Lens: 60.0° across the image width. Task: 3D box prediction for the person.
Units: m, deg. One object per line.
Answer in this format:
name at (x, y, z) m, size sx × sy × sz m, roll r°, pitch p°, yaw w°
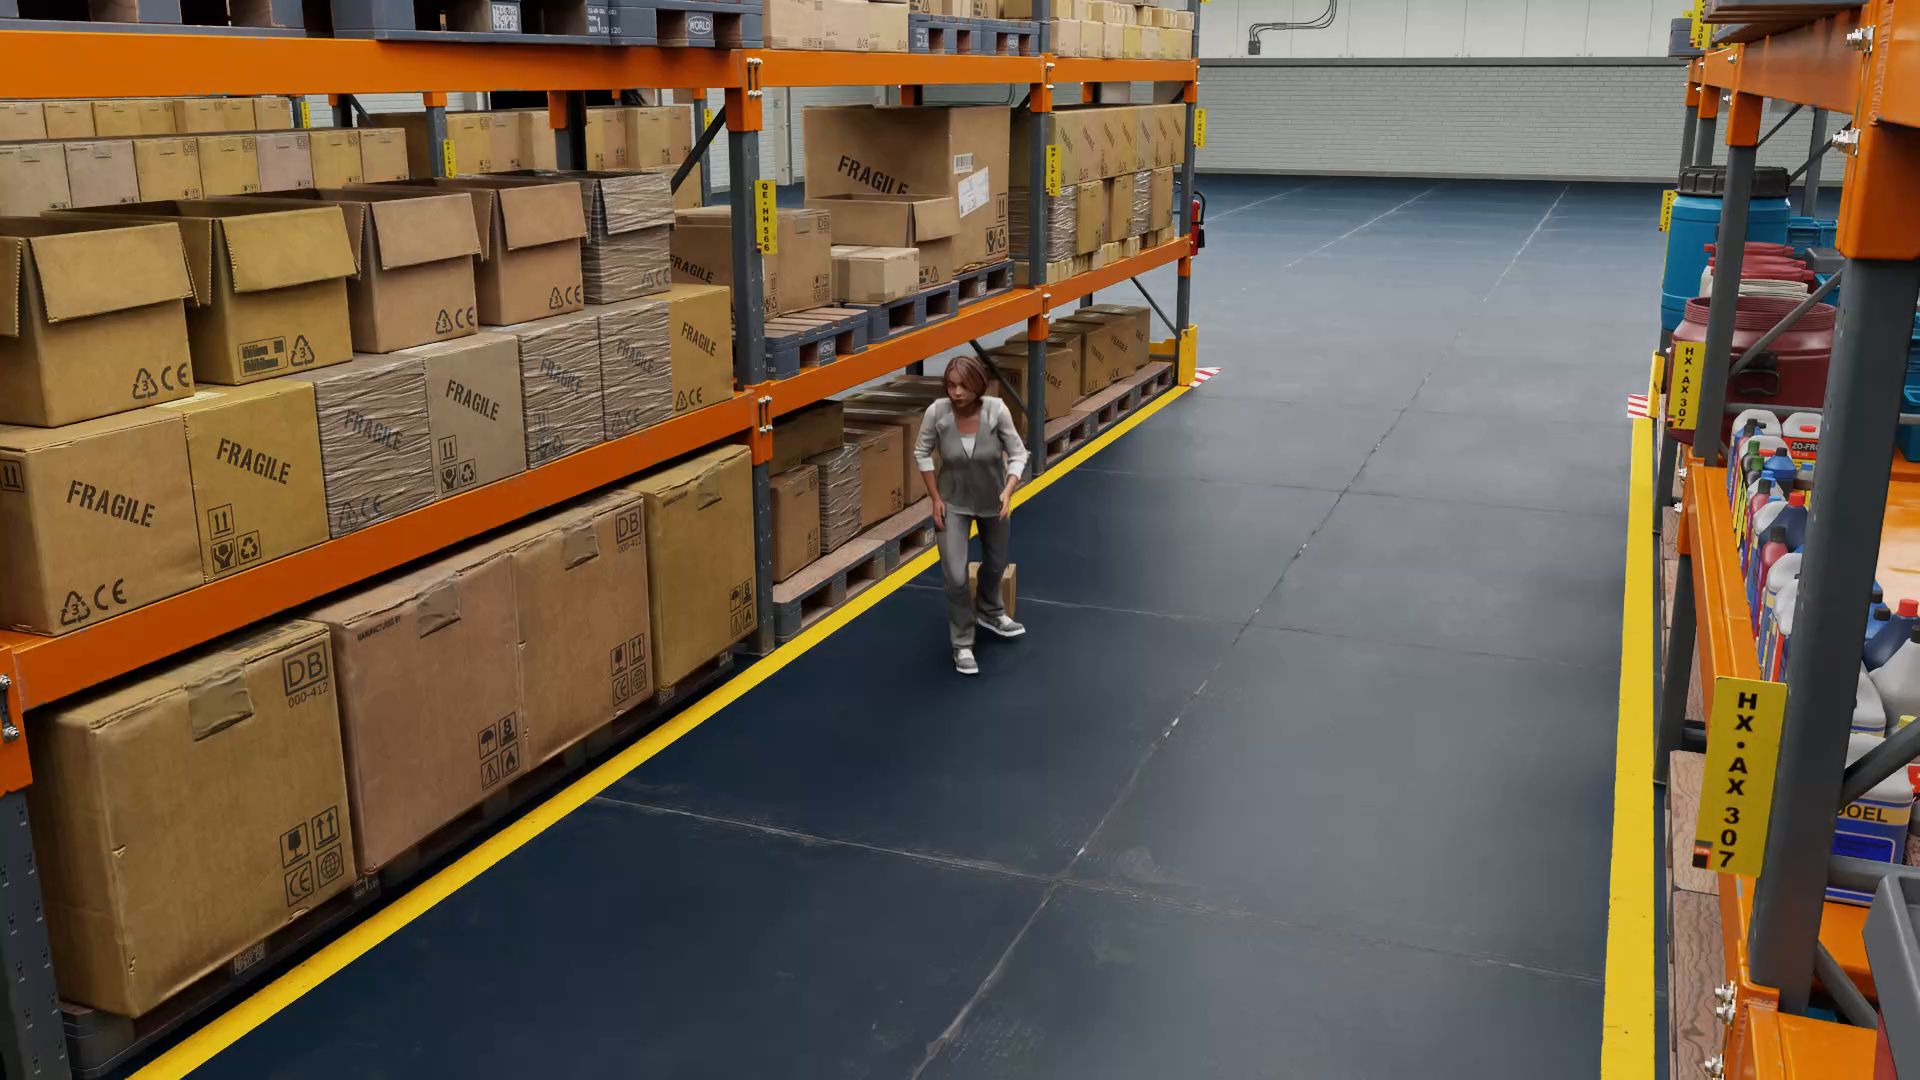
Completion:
person at (0.071, -0.147, 7.715) m, size 0.569 × 1.517 × 0.794 m, roll -2°, pitch 16°, yaw -8°
